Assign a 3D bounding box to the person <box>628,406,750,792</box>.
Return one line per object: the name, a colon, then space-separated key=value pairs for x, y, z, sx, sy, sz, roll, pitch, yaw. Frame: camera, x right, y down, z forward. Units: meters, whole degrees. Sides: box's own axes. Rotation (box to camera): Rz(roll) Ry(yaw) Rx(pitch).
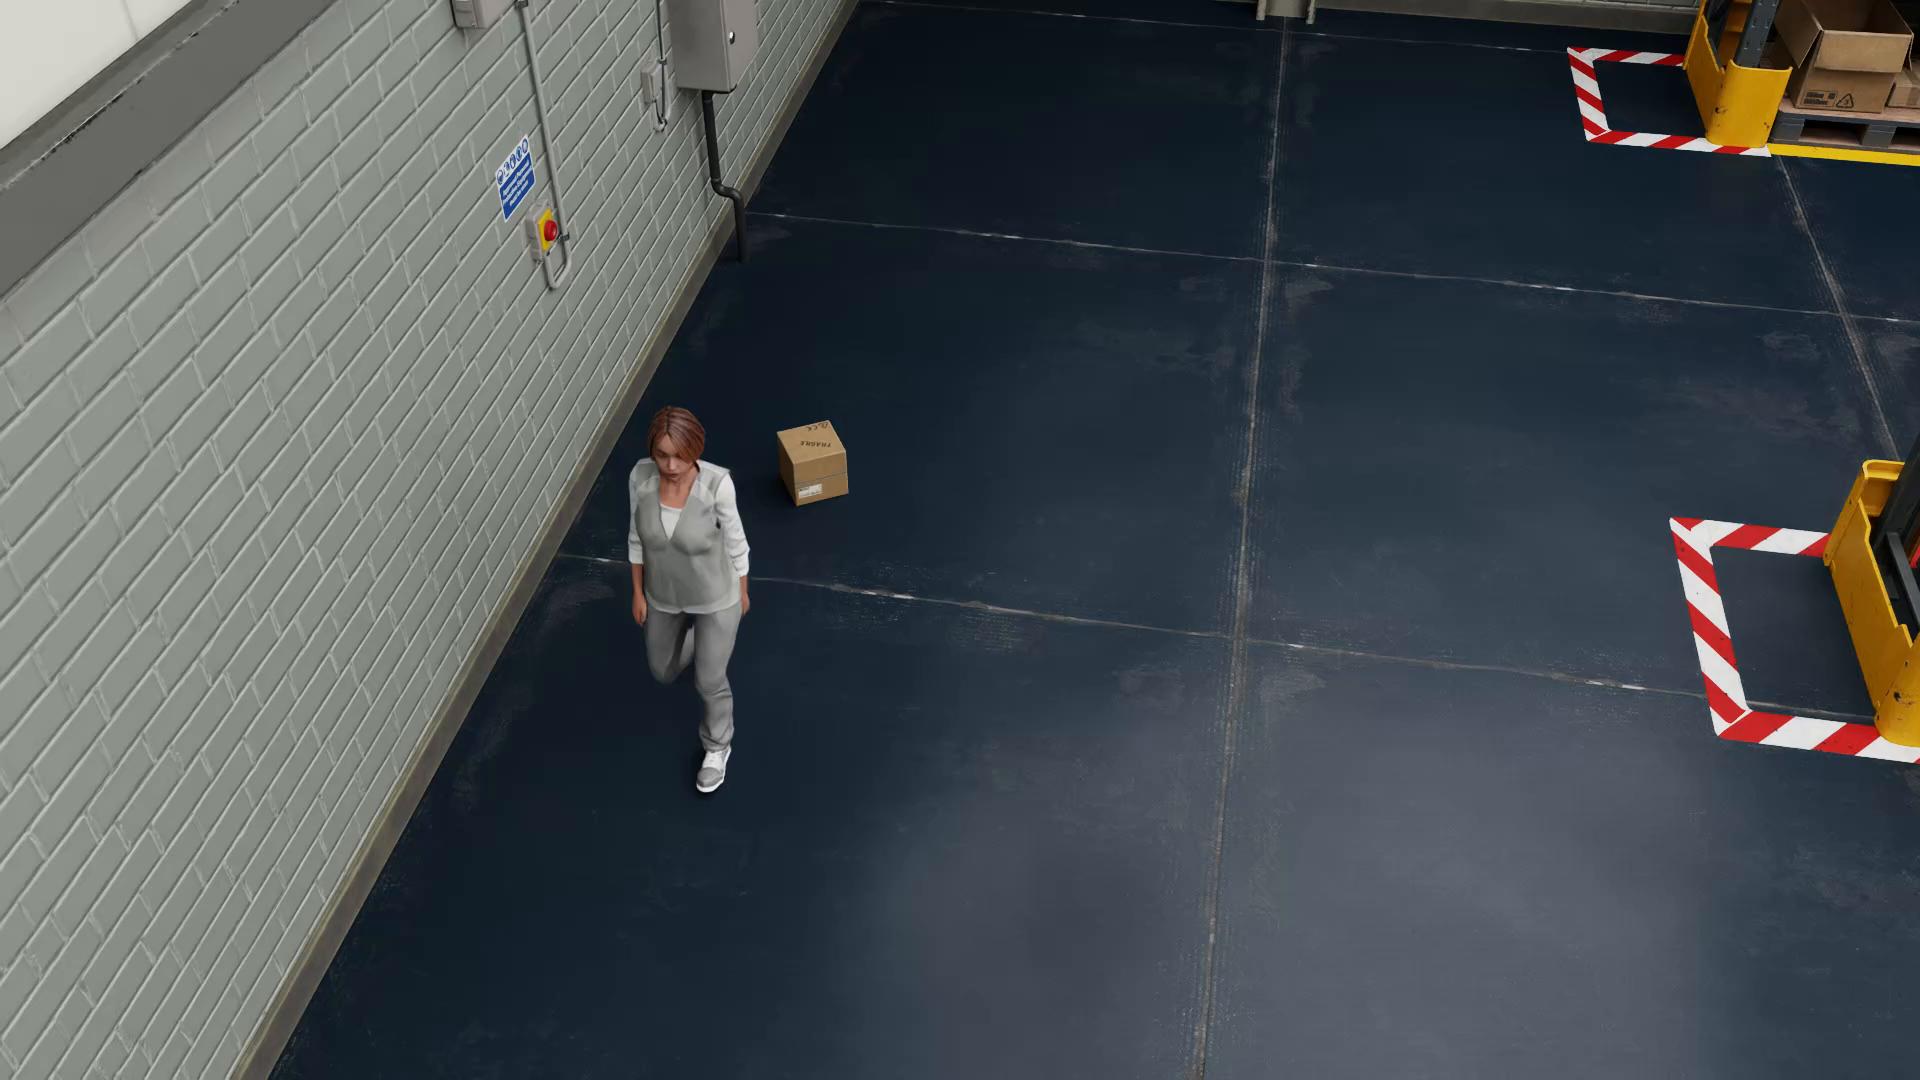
person: x=-0.945 y=0.155 z=5.958 sx=0.424 sy=1.582 sz=0.640 roll=8 pitch=42 yaw=9
